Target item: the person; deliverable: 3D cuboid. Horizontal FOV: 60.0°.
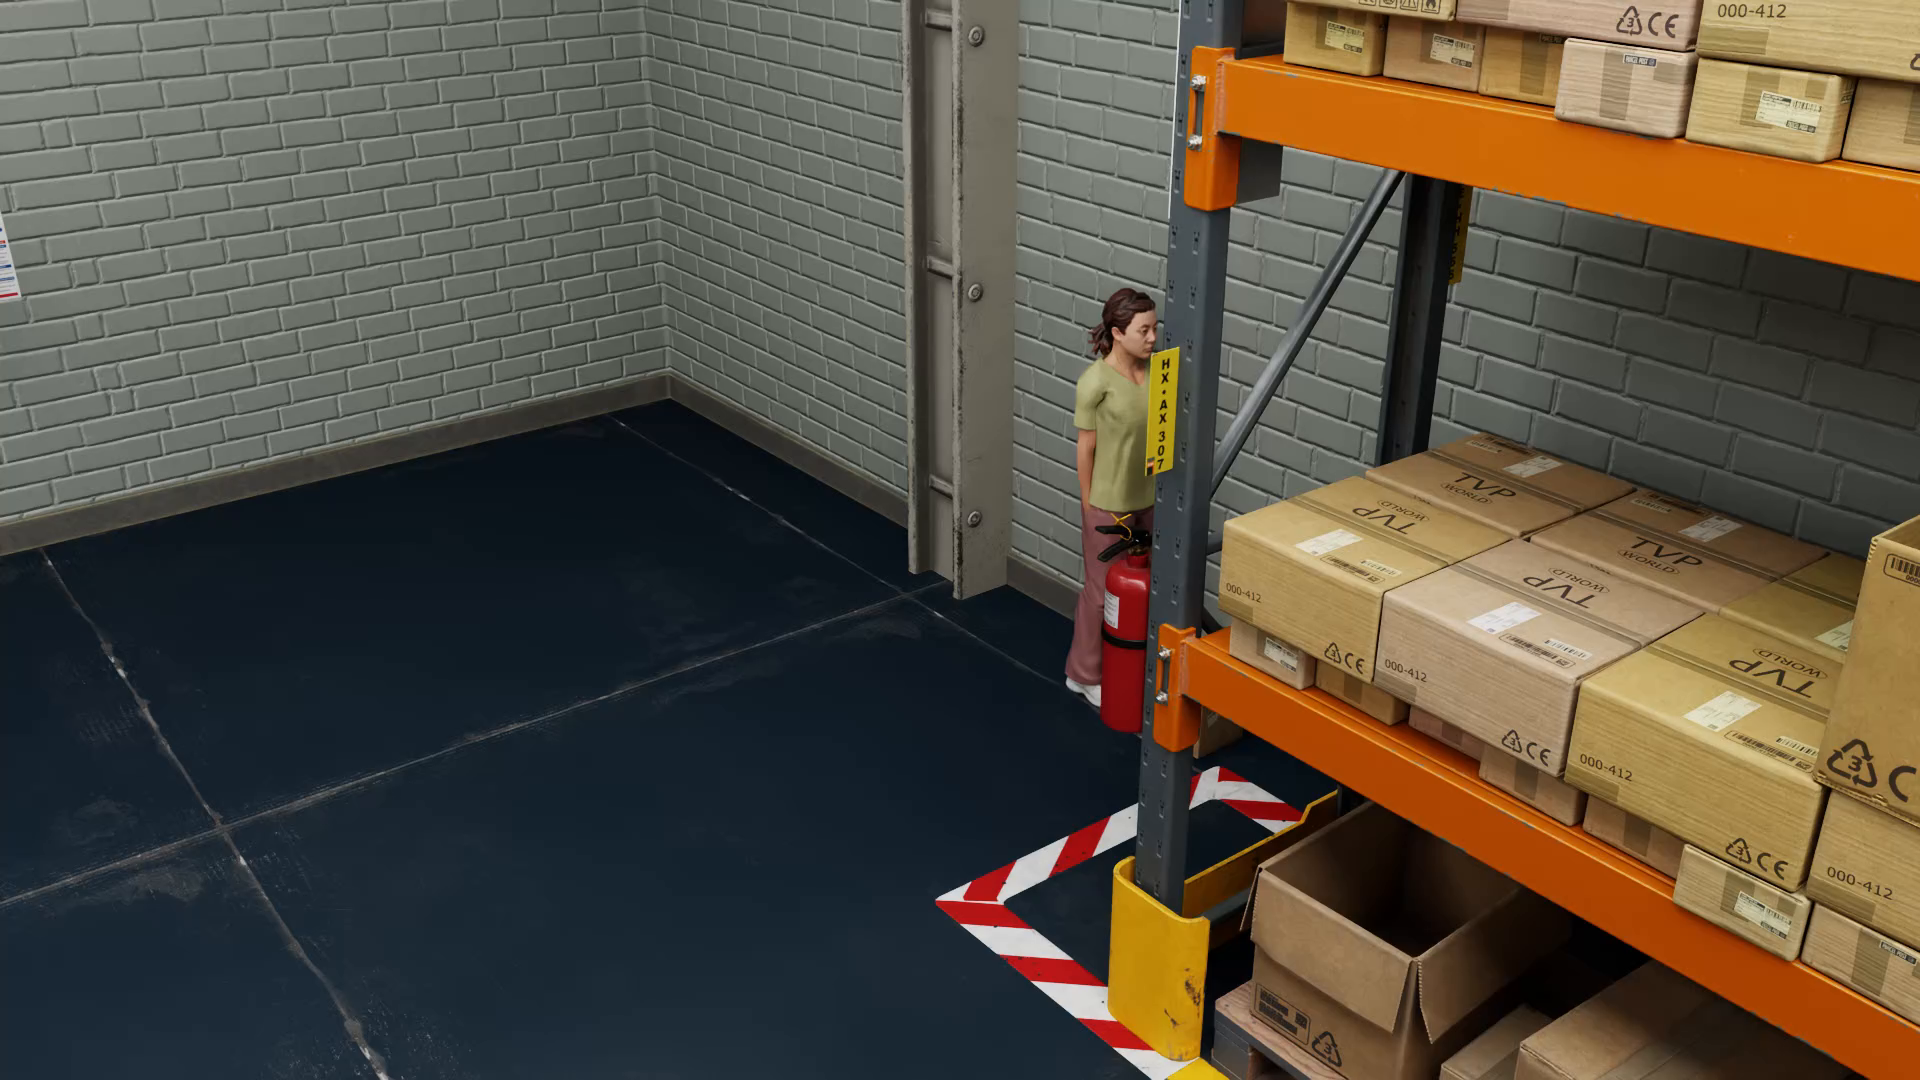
[{"bbox_3d":[0.638,-0.158,6.461,0.440,1.669,0.344,-17,30,-33],"label":"person"}]
